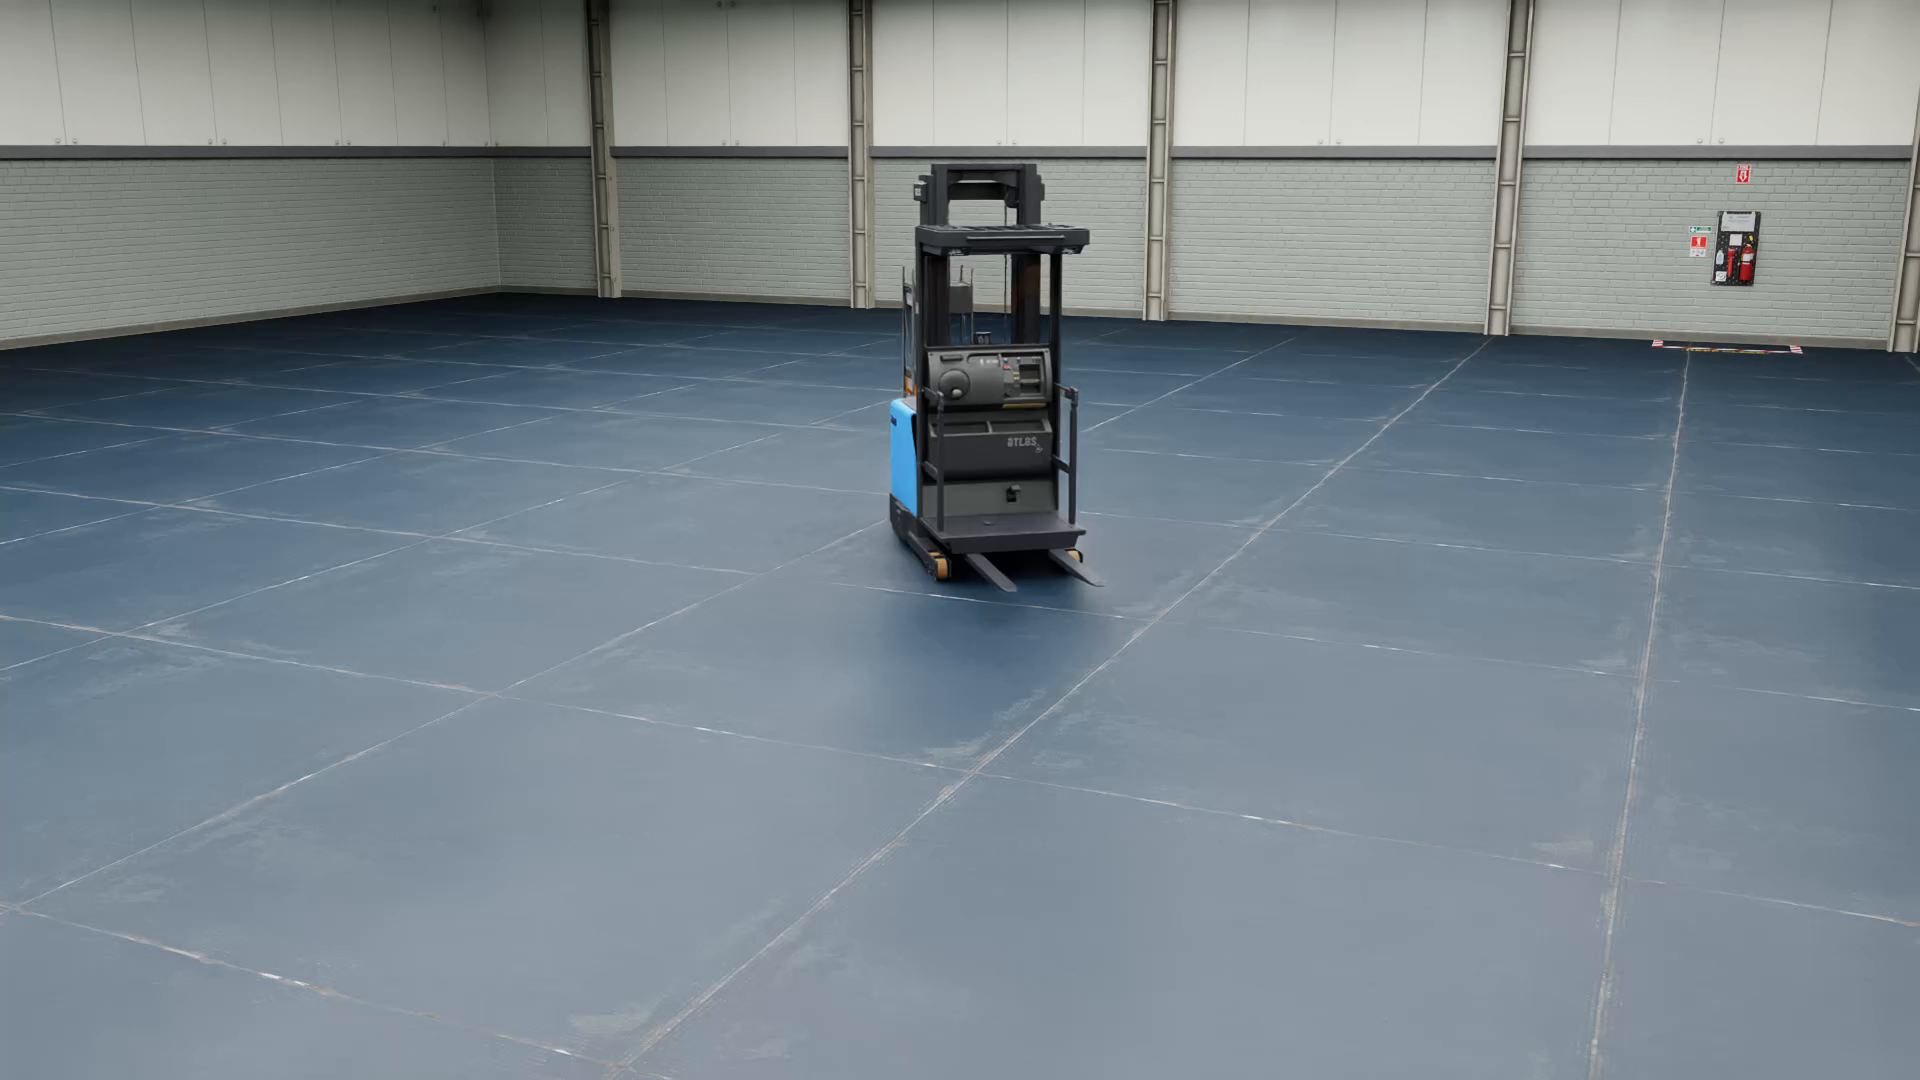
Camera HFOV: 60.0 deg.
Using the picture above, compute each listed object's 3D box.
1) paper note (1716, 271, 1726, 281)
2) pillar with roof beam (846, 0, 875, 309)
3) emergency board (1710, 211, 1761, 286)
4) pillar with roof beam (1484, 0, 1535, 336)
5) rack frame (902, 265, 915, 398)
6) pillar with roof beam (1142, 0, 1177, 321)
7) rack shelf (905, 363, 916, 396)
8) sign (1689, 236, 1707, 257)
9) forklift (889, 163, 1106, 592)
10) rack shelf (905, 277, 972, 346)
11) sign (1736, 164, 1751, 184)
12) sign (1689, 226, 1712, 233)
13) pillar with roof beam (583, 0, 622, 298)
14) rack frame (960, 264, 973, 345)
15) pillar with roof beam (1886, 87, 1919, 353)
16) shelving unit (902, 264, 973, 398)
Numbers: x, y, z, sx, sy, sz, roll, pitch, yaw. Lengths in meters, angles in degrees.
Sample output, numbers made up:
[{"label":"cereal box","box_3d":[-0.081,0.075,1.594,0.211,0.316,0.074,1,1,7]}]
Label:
[{"label":"paper note","box_3d":[12.168,-4.216,26.585,0.142,0.148,0.016,6,14,23]},{"label":"pillar with roof beam","box_3d":[-3.655,-8.065,27.926,0.400,9.000,9.100,6,14,23]},{"label":"emergency board","box_3d":[12.302,-4.614,26.353,0.643,1.169,0.194,6,14,23]},{"label":"pillar with roof beam","box_3d":[7.316,-6.954,23.194,0.400,9.000,9.100,6,14,23]},{"label":"rack frame","box_3d":[-0.423,-1.198,13.763,0.015,2.100,0.400,-3,14,-13]},{"label":"pillar with roof beam","box_3d":[1.831,-7.510,25.560,0.400,9.000,9.100,6,14,23]},{"label":"rack shelf","box_3d":[-0.186,-1.198,13.823,0.480,0.518,0.431,-3,14,-13]},{"label":"sign","box_3d":[11.838,-4.704,26.659,0.234,0.329,0.001,6,14,23]},{"label":"forklift","box_3d":[0.275,-1.228,12.070,1.130,2.935,3.031,-3,14,-13]},{"label":"rack shelf","box_3d":[-0.186,-1.879,13.663,0.480,0.518,0.431,-3,14,-13]},{"label":"sign","box_3d":[12.335,-5.764,26.180,0.199,0.298,0.001,6,14,23]},{"label":"sign","box_3d":[11.839,-4.960,26.589,0.331,0.109,0.001,6,14,23]},{"label":"pillar with roof beam","box_3d":[-9.141,-8.620,30.292,0.400,9.000,9.100,6,14,23]},{"label":"rack frame","box_3d":[0.051,-1.225,13.877,0.015,2.100,0.400,-3,14,-13]},{"label":"pillar with roof beam","box_3d":[12.802,-6.399,20.828,0.400,9.000,9.100,6,14,23]},{"label":"shelving unit","box_3d":[-0.186,-1.211,13.820,0.503,2.100,0.431,-3,14,-13]}]
